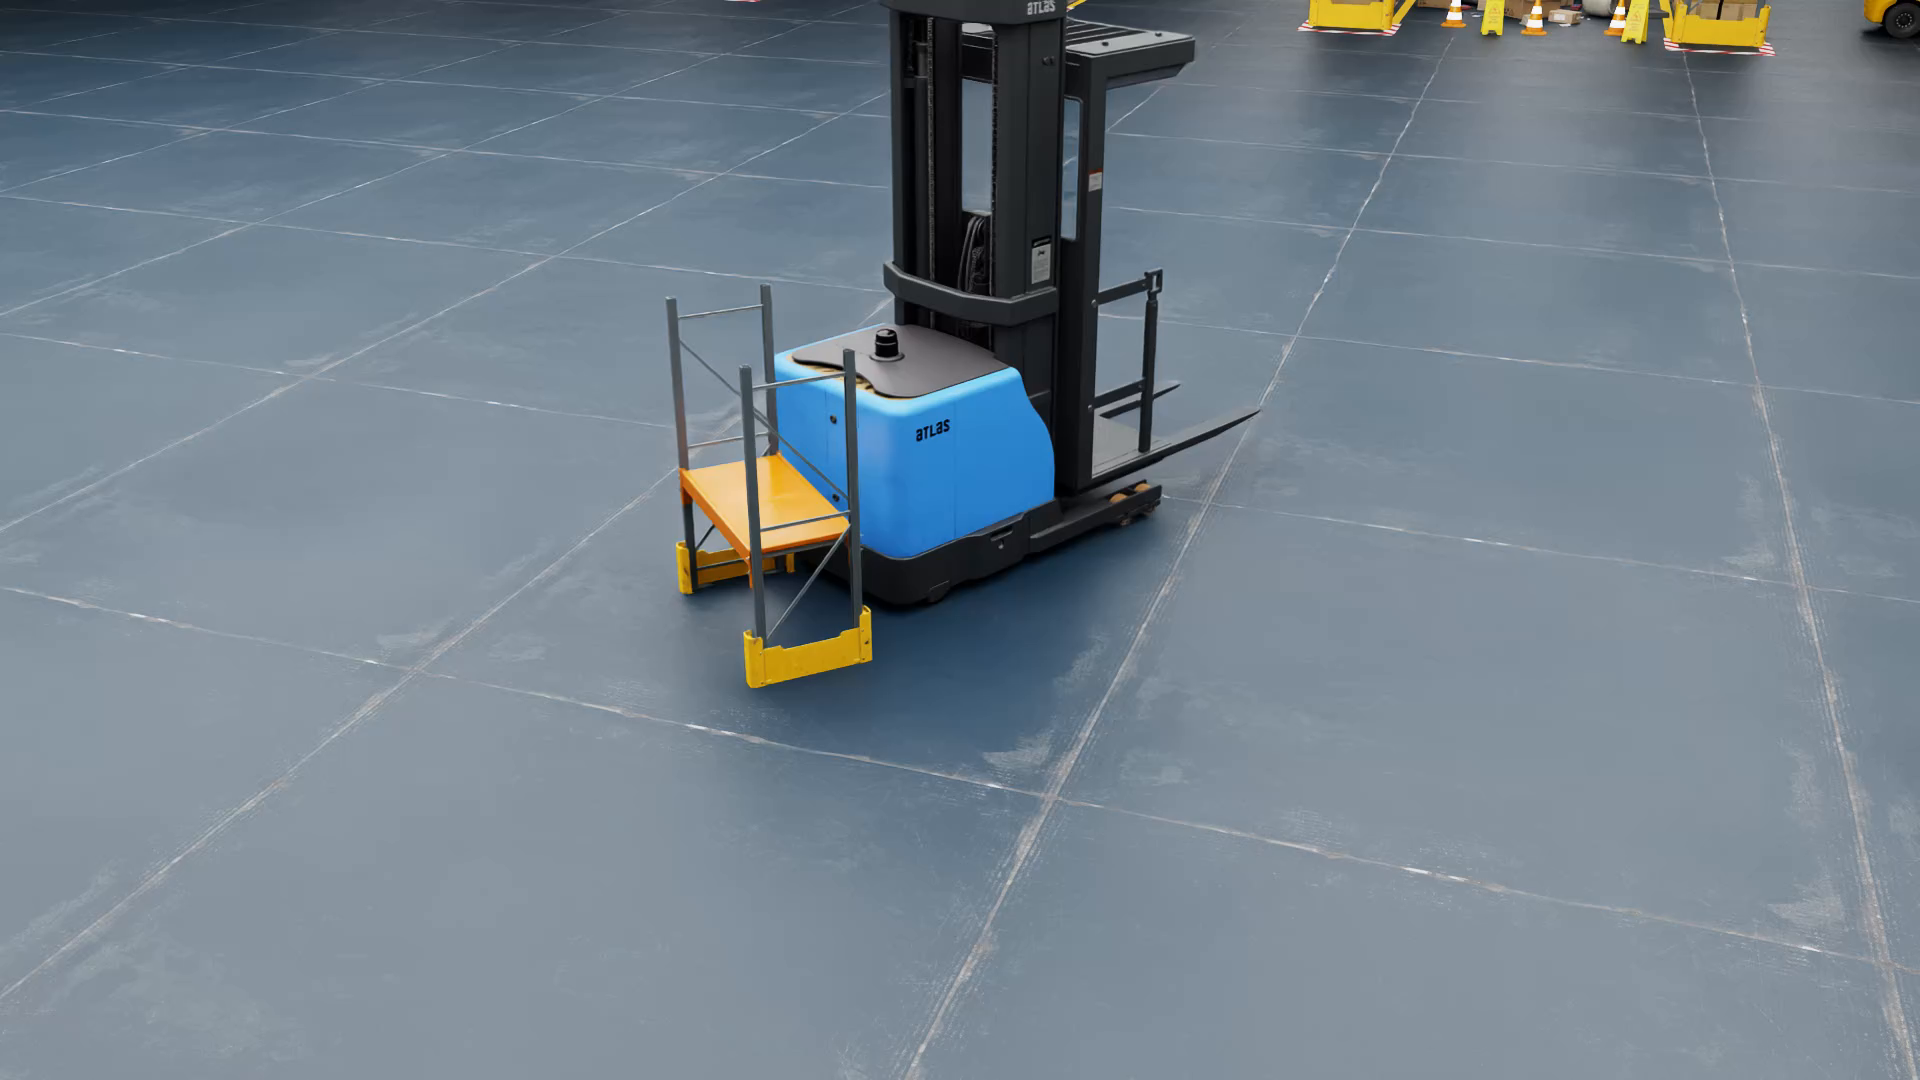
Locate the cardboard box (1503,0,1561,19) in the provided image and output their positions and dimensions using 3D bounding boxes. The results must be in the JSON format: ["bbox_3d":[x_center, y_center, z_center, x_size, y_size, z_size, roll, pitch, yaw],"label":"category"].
[{"bbox_3d":[8.580,-8.130,24.963,0.797,0.503,0.637,-9,27,-18],"label":"cardboard box"}]

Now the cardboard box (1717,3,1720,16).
[{"bbox_3d":[11.089,-7.616,23.711,0.500,0.250,0.500,10,27,19],"label":"cardboard box"}]

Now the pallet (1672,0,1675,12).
[{"bbox_3d":[11.524,-8.272,25.592,1.003,0.211,1.213,9,27,17],"label":"pallet"}]

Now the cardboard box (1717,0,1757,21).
[{"bbox_3d":[10.912,-7.407,23.280,0.500,0.250,0.500,9,27,17],"label":"cardboard box"}]

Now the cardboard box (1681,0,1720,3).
[{"bbox_3d":[10.404,-7.820,23.272,0.500,0.500,0.500,9,27,18],"label":"cardboard box"}]

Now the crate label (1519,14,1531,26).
[{"bbox_3d":[8.353,-7.593,24.275,0.250,0.136,0.298,-5,26,-9],"label":"crate label"}]

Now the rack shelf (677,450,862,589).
[{"bbox_3d":[-0.893,-0.114,7.677,0.538,0.185,1.000,-12,28,-23],"label":"rack shelf"}]

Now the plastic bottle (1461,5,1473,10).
[{"bbox_3d":[7.755,-8.215,25.648,0.283,0.061,0.133,0,26,-1],"label":"plastic bottle"}]

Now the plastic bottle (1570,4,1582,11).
[{"bbox_3d":[9.516,-8.227,25.672,0.133,0.061,0.283,14,29,26],"label":"plastic bottle"}]

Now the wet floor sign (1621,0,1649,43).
[{"bbox_3d":[9.311,-7.182,22.842,0.267,0.644,0.232,20,32,35],"label":"wet floor sign"}]

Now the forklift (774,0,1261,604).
[{"bbox_3d":[0.455,-1.546,8.581,3.031,2.935,1.130,-22,34,-38],"label":"forklift"}]

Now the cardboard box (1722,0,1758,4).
[{"bbox_3d":[10.920,-7.754,23.136,0.500,0.500,0.500,8,27,16],"label":"cardboard box"}]

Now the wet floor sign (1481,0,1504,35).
[{"bbox_3d":[7.539,-7.482,23.462,0.267,0.644,0.232,4,26,8],"label":"wet floor sign"}]

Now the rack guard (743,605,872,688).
[{"bbox_3d":[-0.679,0.478,7.475,0.587,0.250,0.087,-12,28,-23],"label":"rack guard"}]

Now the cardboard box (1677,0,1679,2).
[{"bbox_3d":[10.578,-7.699,23.882,0.500,0.250,0.500,9,27,18],"label":"cardboard box"}]

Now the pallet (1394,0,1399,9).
[{"bbox_3d":[6.281,-8.425,25.909,1.003,0.211,1.213,9,27,17],"label":"pallet"}]

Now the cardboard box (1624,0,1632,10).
[{"bbox_3d":[10.074,-8.441,25.607,0.500,0.500,0.500,-14,29,-27],"label":"cardboard box"}]

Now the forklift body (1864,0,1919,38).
[{"bbox_3d":[13.976,-8.108,23.027,2.313,2.155,1.214,9,27,17],"label":"forklift body"}]

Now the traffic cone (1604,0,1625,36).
[{"bbox_3d":[9.310,-7.386,23.474,0.336,0.463,0.334,9,27,17],"label":"traffic cone"}]

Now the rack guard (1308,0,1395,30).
[{"bbox_3d":[5.673,-7.706,24.091,1.175,0.500,0.348,9,27,17],"label":"rack guard"}]

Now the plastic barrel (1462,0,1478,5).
[{"bbox_3d":[8.082,-8.636,26.101,0.421,0.421,0.512,-14,29,-27],"label":"plastic barrel"}]

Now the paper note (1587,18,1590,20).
[{"bbox_3d":[9.364,-7.761,24.768,0.032,0.001,0.123,9,27,17],"label":"paper note"}]

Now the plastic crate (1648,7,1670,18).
[{"bbox_3d":[10.418,-7.968,25.114,0.402,0.080,0.583,0,26,-1],"label":"plastic crate"}]

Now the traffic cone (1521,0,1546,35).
[{"bbox_3d":[8.150,-7.407,23.518,0.336,0.463,0.334,9,27,17],"label":"traffic cone"}]

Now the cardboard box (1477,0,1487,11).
[{"bbox_3d":[8.177,-8.280,25.547,0.396,0.266,0.258,14,29,26],"label":"cardboard box"}]

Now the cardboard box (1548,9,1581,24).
[{"bbox_3d":[8.914,-7.712,24.508,0.250,0.149,0.380,-20,33,-36],"label":"cardboard box"}]

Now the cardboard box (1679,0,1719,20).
[{"bbox_3d":[10.406,-7.497,23.465,0.500,0.250,0.500,9,27,17],"label":"cardboard box"}]

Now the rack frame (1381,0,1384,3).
[{"bbox_3d":[5.681,-8.841,23.567,1.000,3.000,0.127,9,27,17],"label":"rack frame"}]

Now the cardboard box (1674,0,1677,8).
[{"bbox_3d":[10.747,-7.914,24.327,0.500,0.250,0.500,8,27,16],"label":"cardboard box"}]

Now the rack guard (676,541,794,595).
[{"bbox_3d":[-1.115,0.088,8.281,0.587,0.250,0.087,-12,28,-23],"label":"rack guard"}]

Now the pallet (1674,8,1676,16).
[{"bbox_3d":[11.120,-7.769,24.553,1.003,0.211,1.213,9,27,17],"label":"pallet"}]

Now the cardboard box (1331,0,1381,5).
[{"bbox_3d":[5.845,-8.361,24.534,0.875,0.875,0.875,9,27,18],"label":"cardboard box"}]

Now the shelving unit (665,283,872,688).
[{"bbox_3d":[-0.897,-0.279,7.606,0.587,1.500,1.083,-12,28,-23],"label":"shelving unit"}]

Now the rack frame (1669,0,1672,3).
[{"bbox_3d":[11.714,-9.808,25.565,1.000,3.000,0.127,9,27,17],"label":"rack frame"}]

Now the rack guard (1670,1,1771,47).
[{"bbox_3d":[10.408,-7.070,22.779,1.175,0.500,0.348,9,27,17],"label":"rack guard"}]

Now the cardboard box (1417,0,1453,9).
[{"bbox_3d":[7.464,-8.574,25.881,0.500,0.500,0.500,14,29,26],"label":"cardboard box"}]

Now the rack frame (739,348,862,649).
[{"bbox_3d":[-0.670,-0.077,7.187,0.500,1.500,0.032,-12,28,-23],"label":"rack frame"}]

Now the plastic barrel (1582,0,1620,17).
[{"bbox_3d":[9.643,-8.073,24.938,0.421,0.421,0.512,-14,29,-27],"label":"plastic barrel"}]

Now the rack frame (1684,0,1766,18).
[{"bbox_3d":[10.383,-8.164,22.170,1.000,3.000,0.127,9,27,17],"label":"rack frame"}]

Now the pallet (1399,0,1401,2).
[{"bbox_3d":[6.686,-8.928,26.948,1.003,0.211,1.213,9,27,17],"label":"pallet"}]

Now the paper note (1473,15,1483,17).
[{"bbox_3d":[7.790,-7.884,25.001,0.144,0.017,0.142,20,32,35],"label":"paper note"}]

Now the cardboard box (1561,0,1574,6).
[{"bbox_3d":[9.419,-8.554,26.112,0.258,0.266,0.396,-9,27,-18],"label":"cardboard box"}]

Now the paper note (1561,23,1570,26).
[{"bbox_3d":[8.820,-7.505,24.216,0.148,0.019,0.142,0,26,-1],"label":"paper note"}]

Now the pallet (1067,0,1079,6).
[{"bbox_3d":[1.367,-8.706,26.489,1.003,0.211,1.213,9,27,17],"label":"pallet"}]

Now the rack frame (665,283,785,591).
[{"bbox_3d":[-1.116,-0.475,8.010,0.500,1.500,0.032,-12,28,-23],"label":"rack frame"}]

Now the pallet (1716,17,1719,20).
[{"bbox_3d":[10.712,-7.269,23.521,1.003,0.211,1.213,9,27,17],"label":"pallet"}]

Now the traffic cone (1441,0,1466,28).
[{"bbox_3d":[7.197,-7.711,24.145,0.336,0.463,0.334,9,27,17],"label":"traffic cone"}]
